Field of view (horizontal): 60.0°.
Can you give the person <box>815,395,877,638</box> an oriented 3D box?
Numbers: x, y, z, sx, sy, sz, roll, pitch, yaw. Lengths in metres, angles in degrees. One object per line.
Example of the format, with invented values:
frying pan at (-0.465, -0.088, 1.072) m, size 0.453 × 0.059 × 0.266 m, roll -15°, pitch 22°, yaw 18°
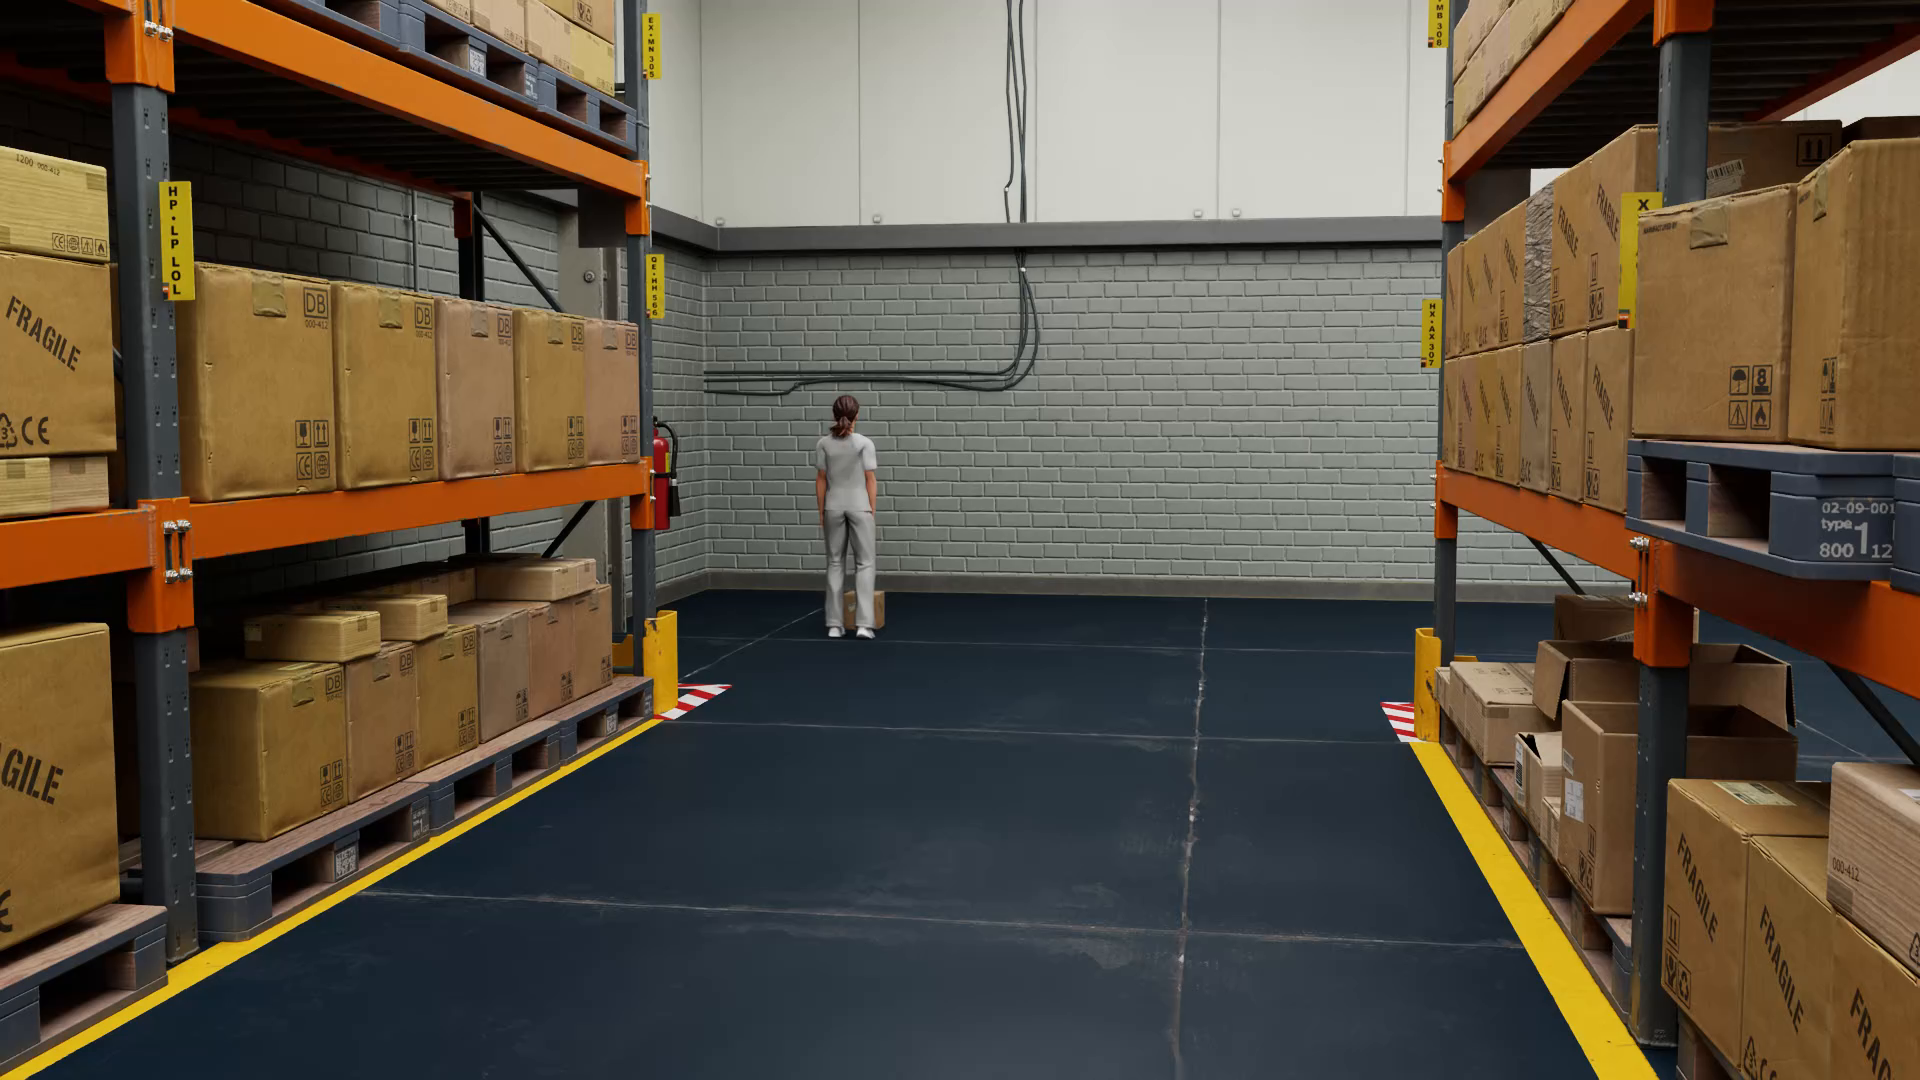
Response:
person at (-0.779, -0.135, 11.445) m, size 0.437 × 1.717 × 0.366 m, roll 1°, pitch 5°, yaw 10°
